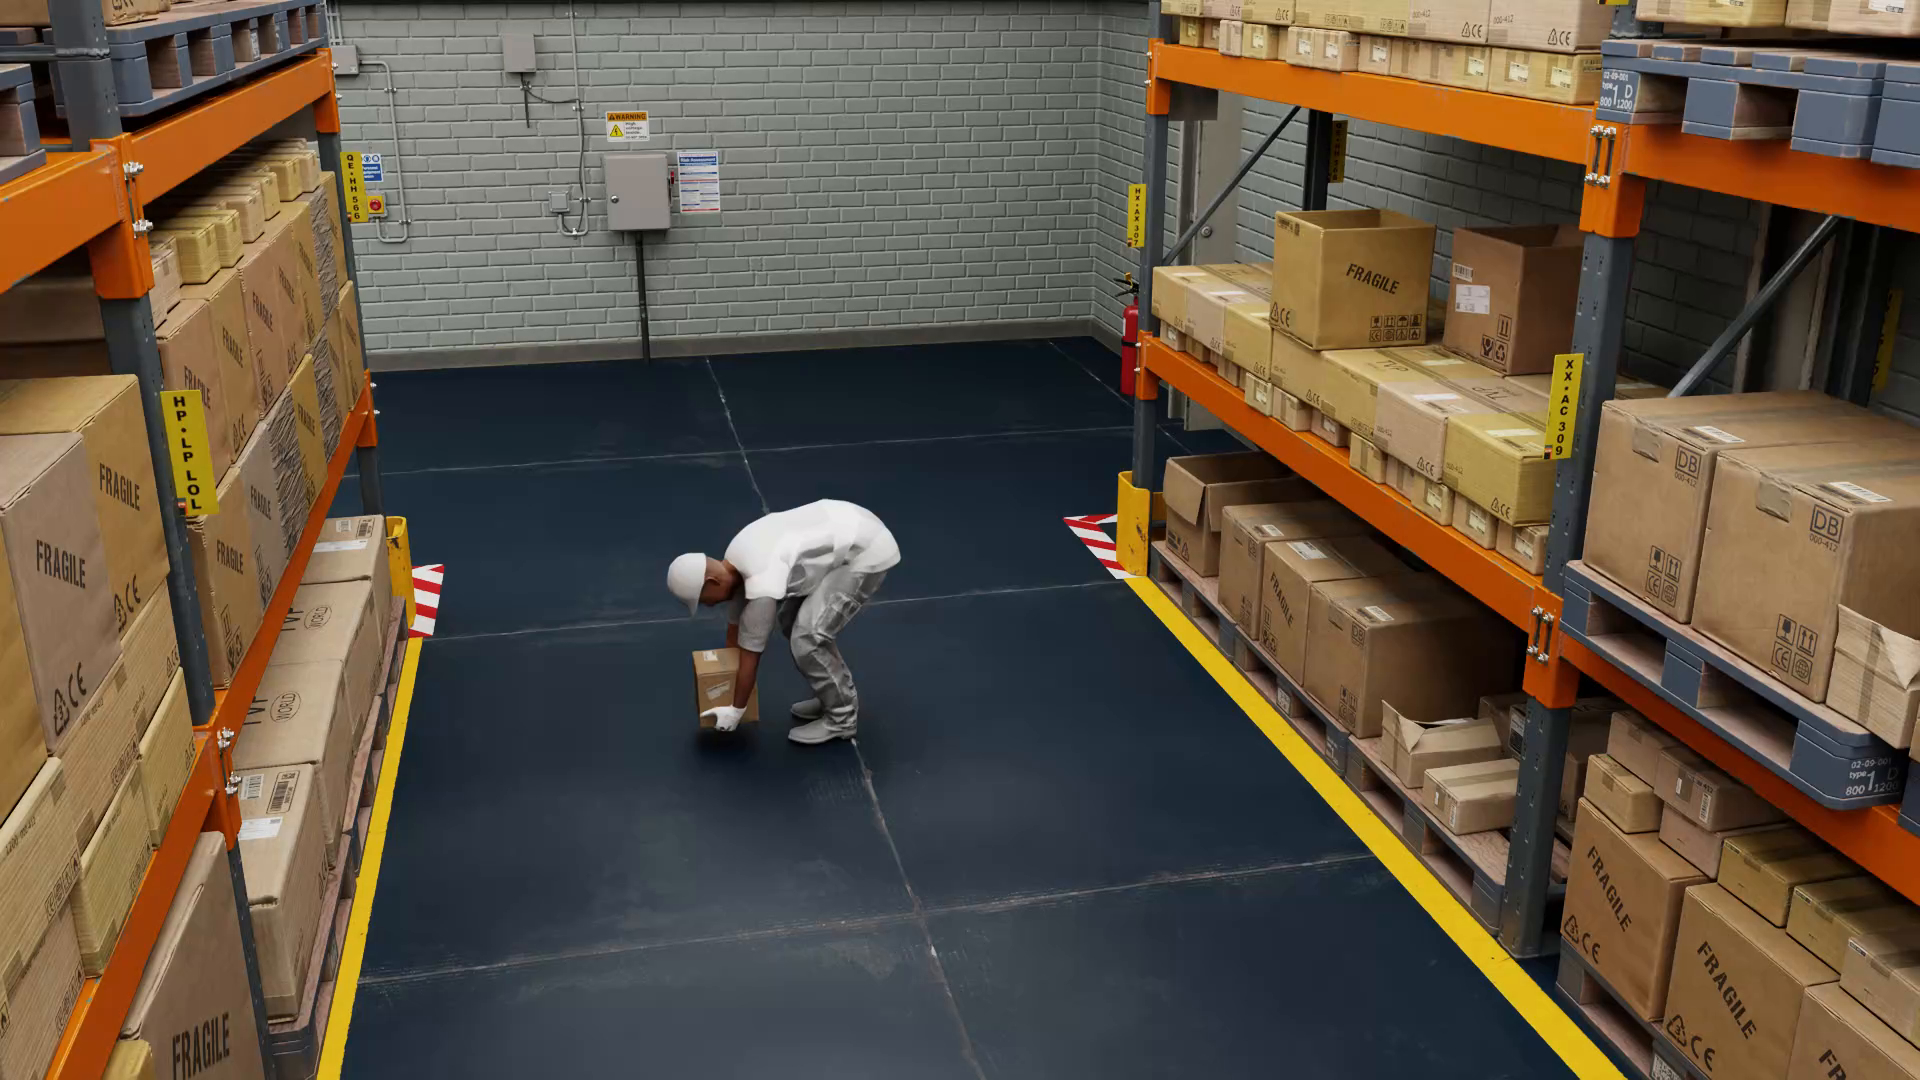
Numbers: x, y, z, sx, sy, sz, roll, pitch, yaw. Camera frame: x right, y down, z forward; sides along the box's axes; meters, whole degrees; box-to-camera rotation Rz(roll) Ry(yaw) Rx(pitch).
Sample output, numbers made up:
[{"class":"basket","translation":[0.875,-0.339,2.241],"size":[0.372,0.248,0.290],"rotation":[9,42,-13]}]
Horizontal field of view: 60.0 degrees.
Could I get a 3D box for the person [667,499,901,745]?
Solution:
[{"class":"person","translation":[-0.750,0.360,7.148],"size":[0.985,1.026,0.519],"rotation":[-5,20,-15]}]
